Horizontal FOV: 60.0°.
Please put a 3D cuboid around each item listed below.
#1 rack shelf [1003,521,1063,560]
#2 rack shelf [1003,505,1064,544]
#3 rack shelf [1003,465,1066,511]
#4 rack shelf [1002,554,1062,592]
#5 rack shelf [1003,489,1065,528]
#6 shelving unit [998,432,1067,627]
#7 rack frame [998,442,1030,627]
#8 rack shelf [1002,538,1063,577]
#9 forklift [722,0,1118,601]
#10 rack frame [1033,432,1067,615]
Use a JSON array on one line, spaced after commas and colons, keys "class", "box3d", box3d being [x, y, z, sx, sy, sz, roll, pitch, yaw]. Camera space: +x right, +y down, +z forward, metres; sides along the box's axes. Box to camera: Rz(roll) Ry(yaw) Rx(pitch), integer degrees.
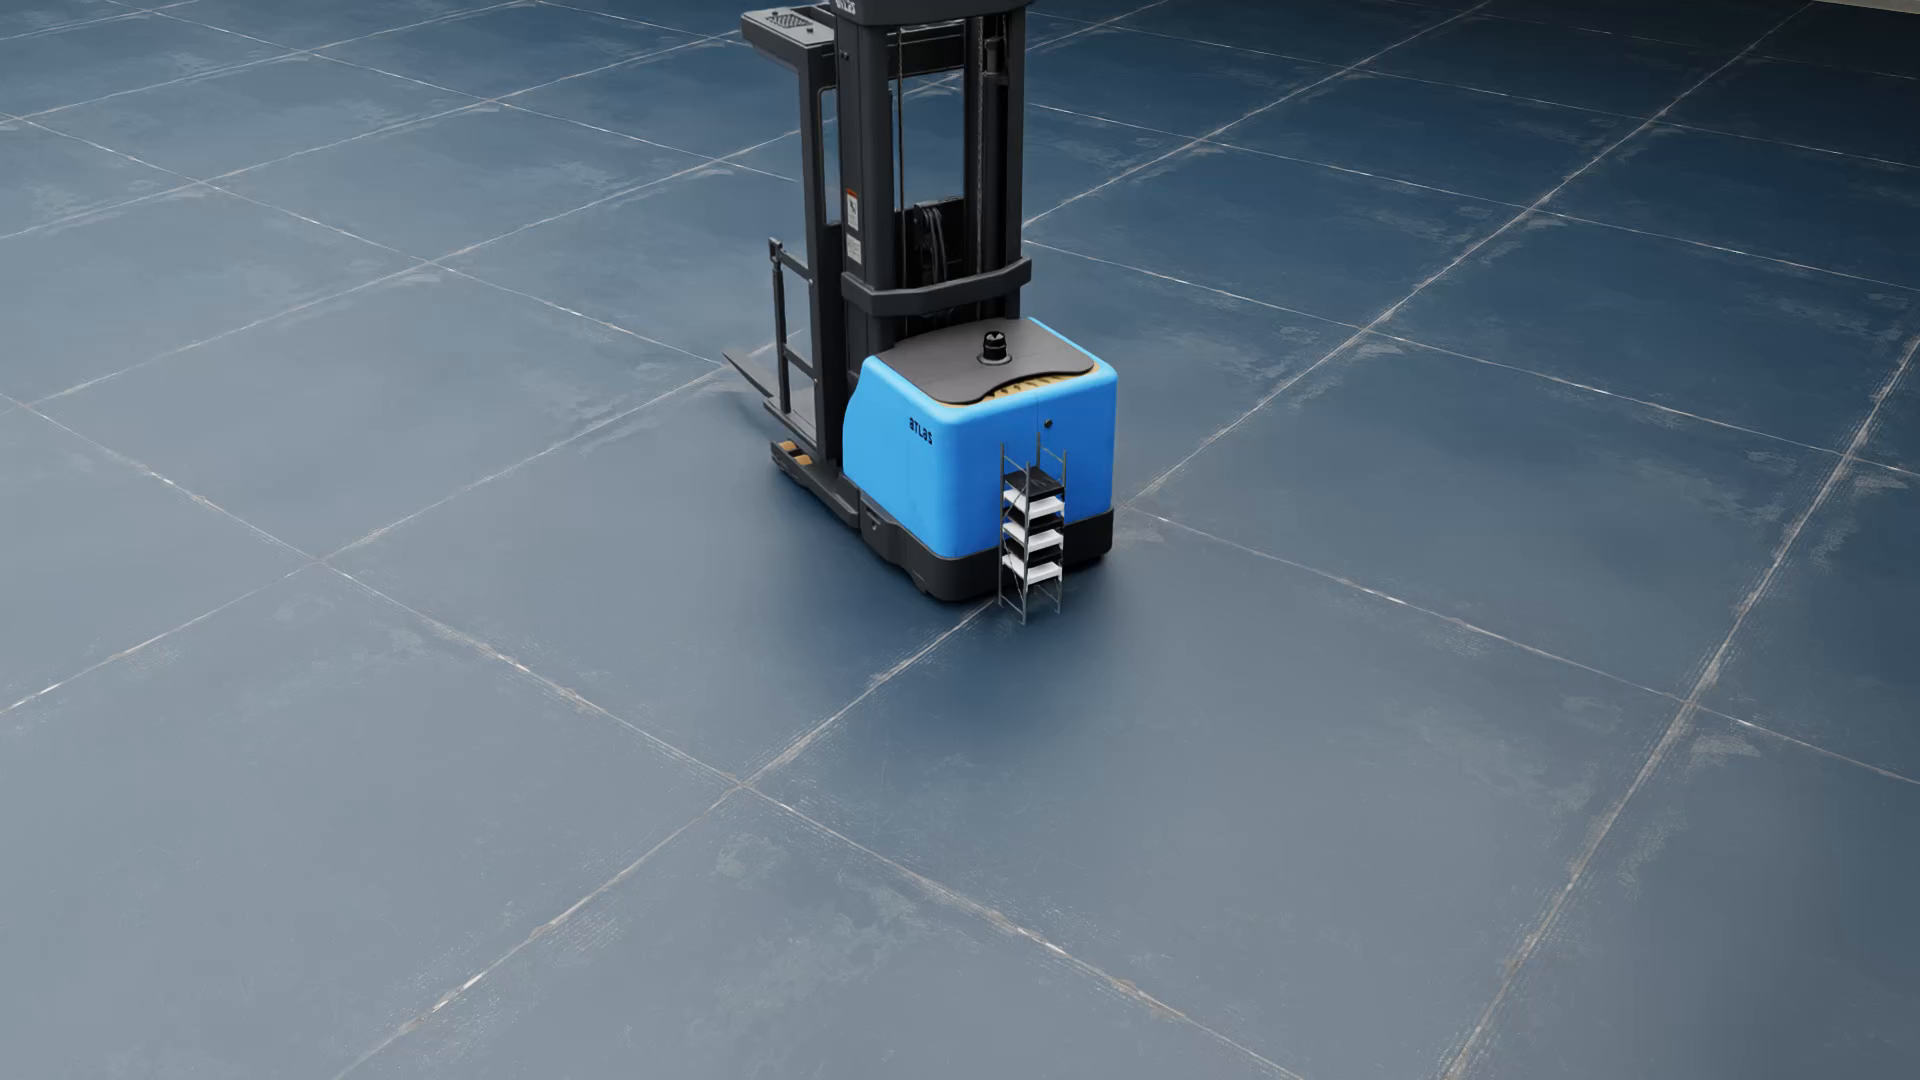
[{"class": "rack shelf", "box3d": [0.341, -0.017, 7.960, 0.200, 0.077, 0.258, -17, 35, -26]}, {"class": "rack shelf", "box3d": [0.341, -0.094, 7.914, 0.200, 0.077, 0.258, -17, 35, -26]}, {"class": "rack shelf", "box3d": [0.341, -0.249, 7.822, 0.200, 0.077, 0.258, -17, 35, -26]}, {"class": "rack shelf", "box3d": [0.341, 0.138, 8.053, 0.200, 0.077, 0.258, -17, 35, -26]}, {"class": "rack shelf", "box3d": [0.341, -0.172, 7.868, 0.200, 0.077, 0.258, -17, 35, -26]}, {"class": "shelving unit", "box3d": [0.341, -0.046, 7.943, 0.210, 0.900, 0.258, -17, 35, -26]}, {"class": "rack frame", "box3d": [0.254, -0.019, 7.898, 0.006, 0.900, 0.240, -17, 35, -26]}, {"class": "rack shelf", "box3d": [0.341, 0.060, 8.006, 0.200, 0.077, 0.258, -17, 35, -26]}, {"class": "forklift", "box3d": [-0.408, -1.679, 8.708, 1.130, 2.935, 3.031, -17, 35, -26]}, {"class": "rack frame", "box3d": [0.428, -0.072, 7.988, 0.006, 0.900, 0.240, -17, 35, -26]}]
